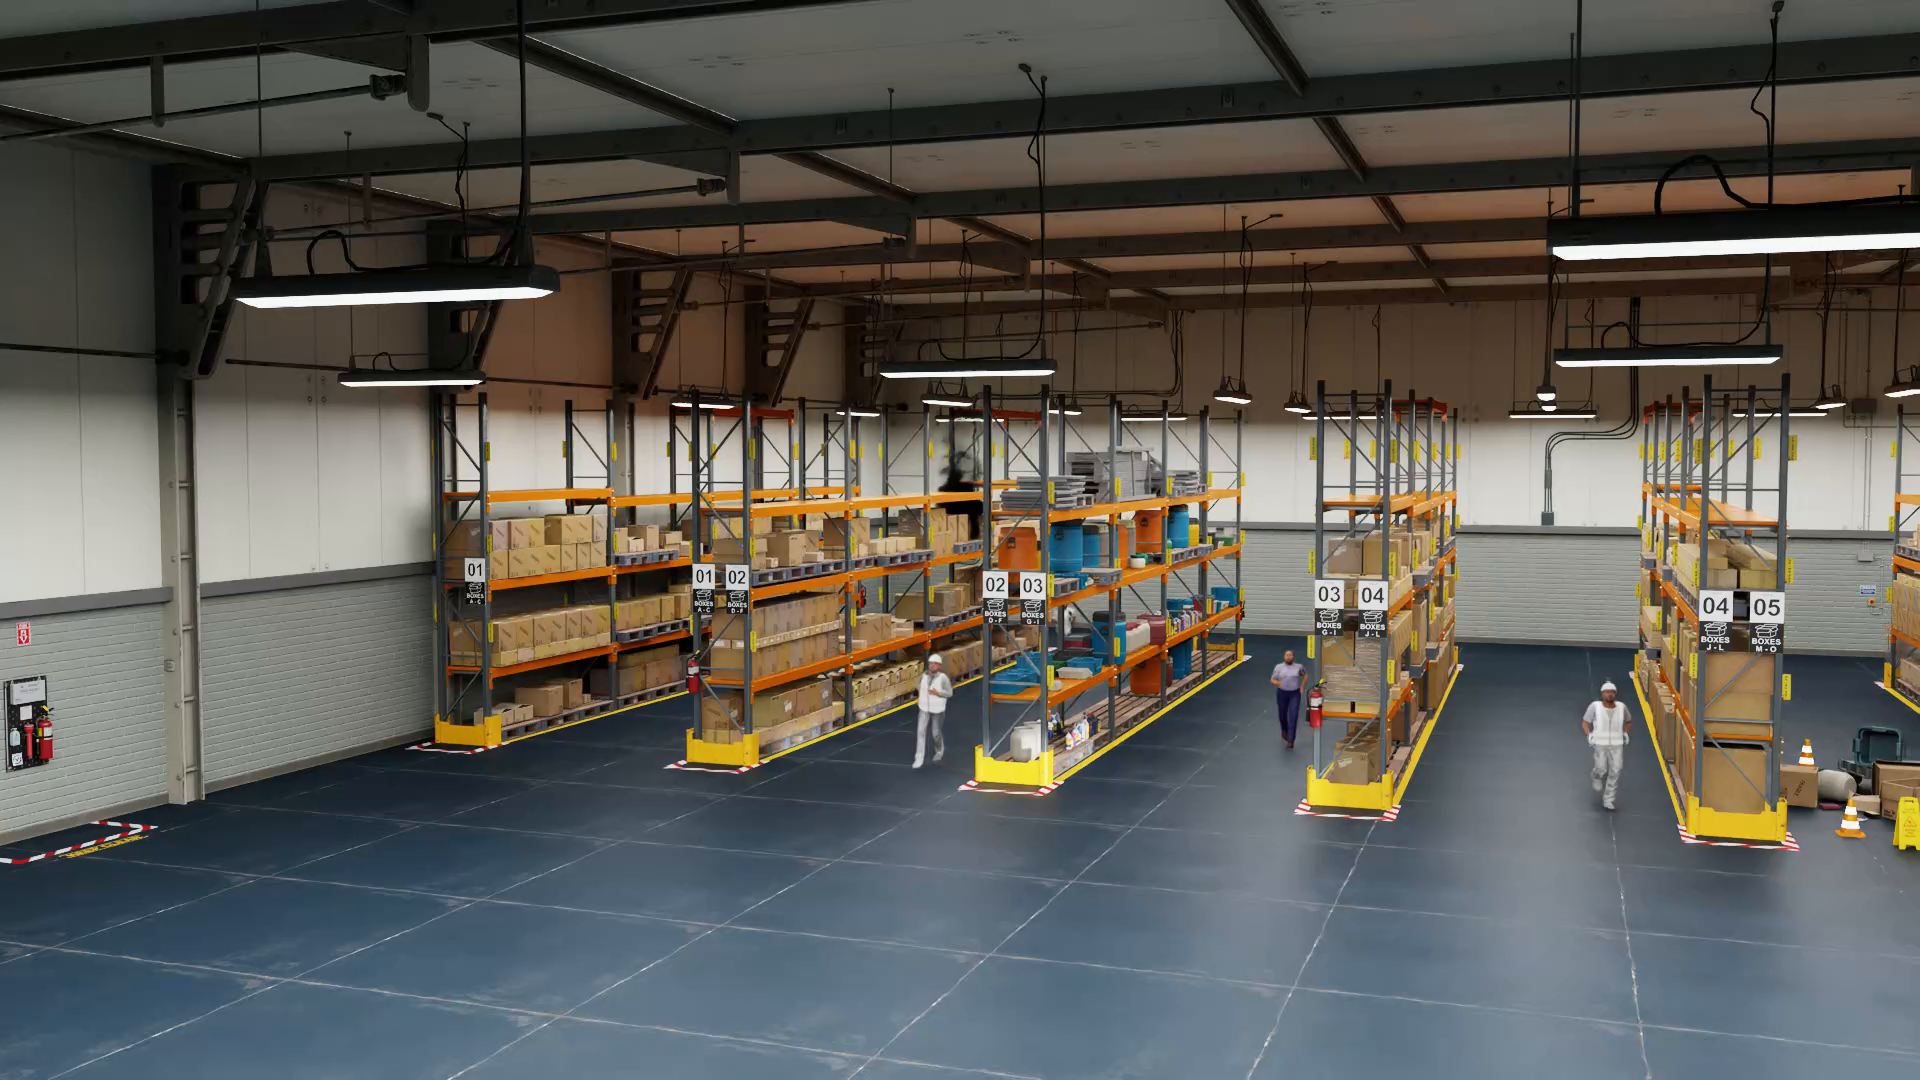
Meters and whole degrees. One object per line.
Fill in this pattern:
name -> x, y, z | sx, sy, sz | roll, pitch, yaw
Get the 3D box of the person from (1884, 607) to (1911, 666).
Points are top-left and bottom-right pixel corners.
person -> 20.581, 2.241, 36.302 | 0.716, 1.777, 0.713 | 1, 3, 25

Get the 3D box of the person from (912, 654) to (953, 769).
person -> -0.421, 2.674, 26.222 | 0.652, 1.753, 0.972 | 1, 3, 15

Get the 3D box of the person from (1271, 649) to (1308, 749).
person -> 5.561, 2.655, 28.129 | 0.610, 1.622, 0.958 | 1, 3, 13

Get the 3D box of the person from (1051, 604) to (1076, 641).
person -> 2.356, 2.149, 37.961 | 0.549, 1.762, 0.767 | 1, 3, 9

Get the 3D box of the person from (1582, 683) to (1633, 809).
person -> 9.157, 2.883, 23.498 | 0.682, 1.745, 0.704 | 1, 3, 11
